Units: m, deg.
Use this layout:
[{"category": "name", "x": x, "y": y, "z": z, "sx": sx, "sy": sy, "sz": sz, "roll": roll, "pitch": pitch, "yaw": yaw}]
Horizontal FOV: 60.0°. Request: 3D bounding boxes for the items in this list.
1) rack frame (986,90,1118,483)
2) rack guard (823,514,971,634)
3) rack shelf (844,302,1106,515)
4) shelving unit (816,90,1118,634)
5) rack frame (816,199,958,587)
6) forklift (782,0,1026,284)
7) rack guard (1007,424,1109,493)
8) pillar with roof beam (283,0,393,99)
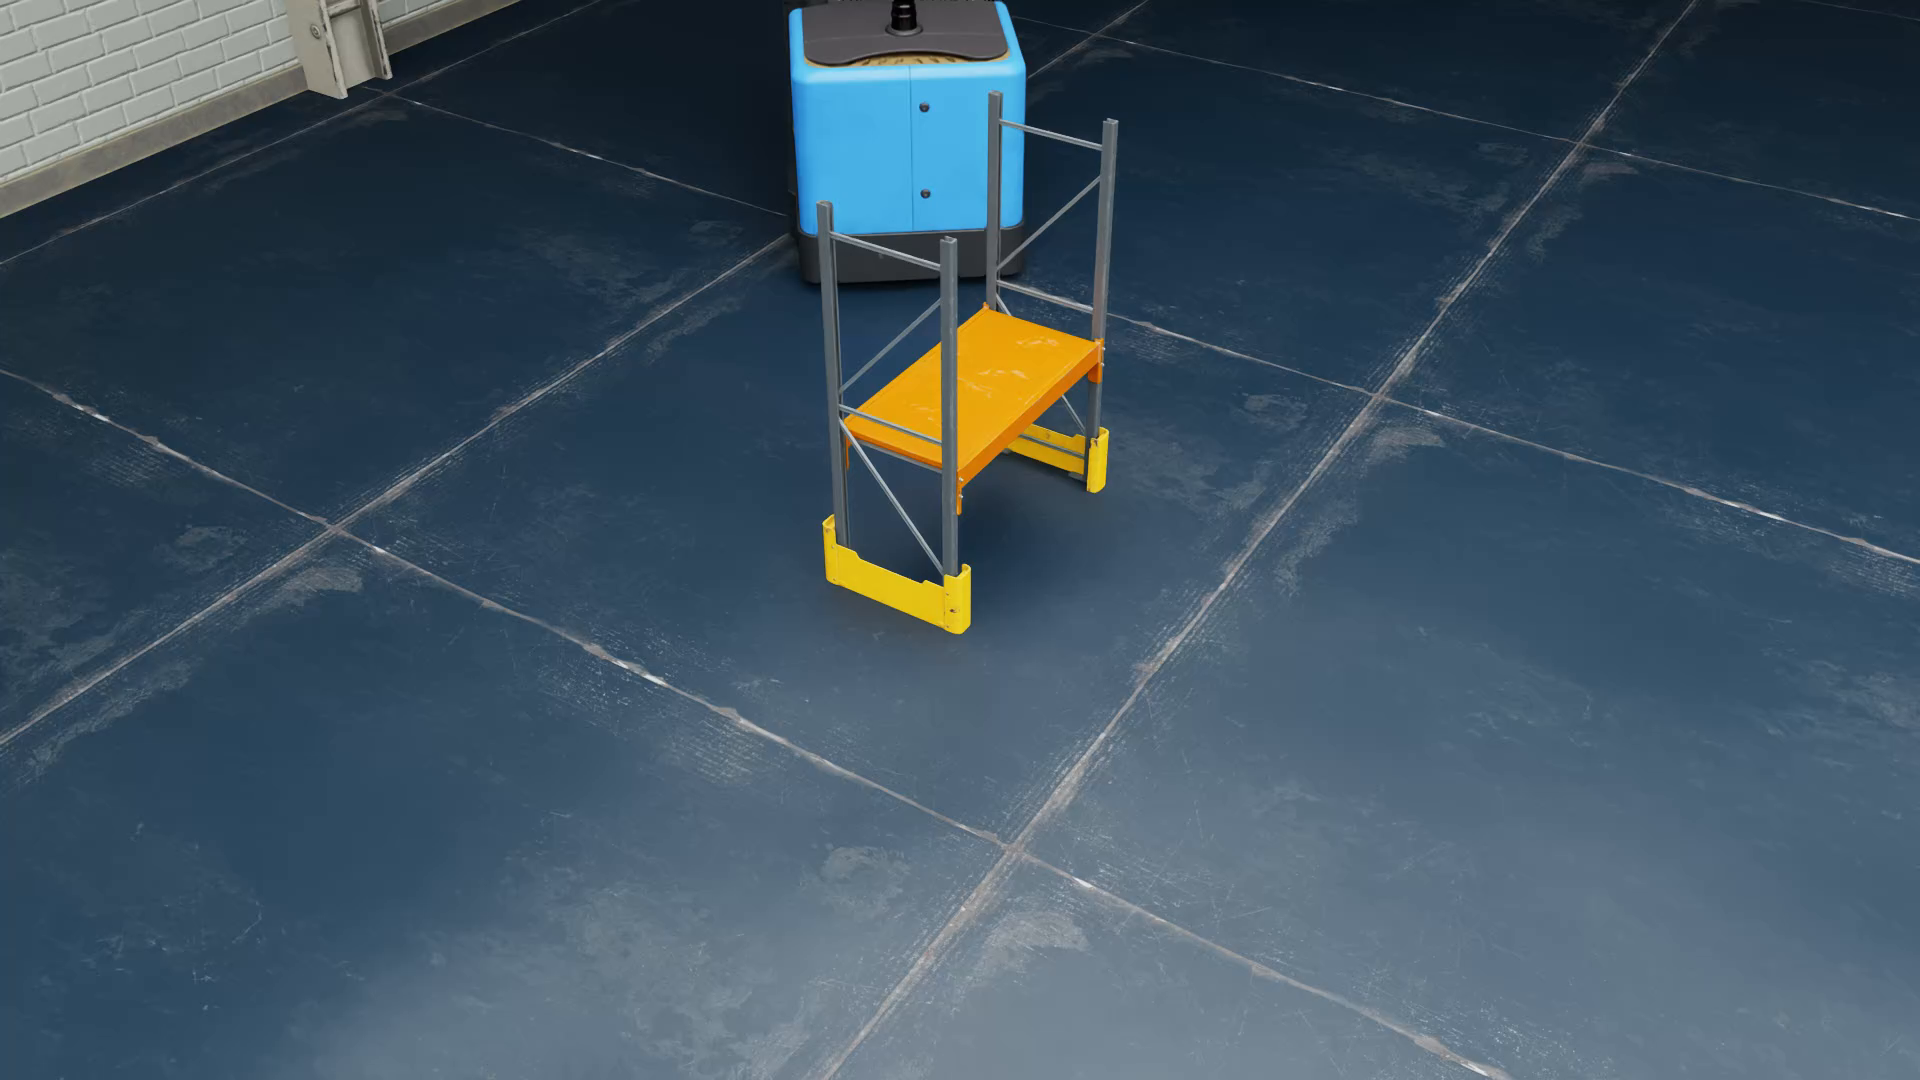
[{"category": "rack frame", "x": 0.318, "y": -0.900, "z": 6.189, "sx": 0.500, "sy": 1.500, "sz": 0.032, "roll": 21, "pitch": 42, "yaw": 25}, {"category": "rack guard", "x": -0.226, "y": 0.118, "z": 5.892, "sx": 0.587, "sy": 0.250, "sz": 0.087, "roll": 21, "pitch": 42, "yaw": 25}, {"category": "rack shelf", "x": 0.046, "y": -0.496, "z": 5.959, "sx": 0.538, "sy": 0.185, "sz": 1.000, "roll": 21, "pitch": 42, "yaw": 25}, {"category": "shelving unit", "x": 0.041, "y": -0.633, "z": 5.843, "sx": 0.587, "sy": 1.500, "sz": 1.083, "roll": 21, "pitch": 42, "yaw": 25}, {"category": "rack frame", "x": -0.227, "y": -0.376, "z": 5.509, "sx": 0.500, "sy": 1.500, "sz": 0.032, "roll": 21, "pitch": 42, "yaw": 25}, {"category": "forklift", "x": -0.353, "y": -3.229, "z": 8.038, "sx": 1.130, "sy": 2.935, "sz": 3.031, "roll": -3, "pitch": 38, "yaw": -4}, {"category": "rack guard", "x": 0.308, "y": -0.395, "z": 6.558, "sx": 0.587, "sy": 0.250, "sz": 0.087, "roll": 21, "pitch": 42, "yaw": 25}, {"category": "pillar with roof beam", "x": 0.065, "y": -4.832, "z": 5.147, "sx": 9.100, "sy": 9.000, "sz": 0.400, "roll": 21, "pitch": 42, "yaw": 25}]
